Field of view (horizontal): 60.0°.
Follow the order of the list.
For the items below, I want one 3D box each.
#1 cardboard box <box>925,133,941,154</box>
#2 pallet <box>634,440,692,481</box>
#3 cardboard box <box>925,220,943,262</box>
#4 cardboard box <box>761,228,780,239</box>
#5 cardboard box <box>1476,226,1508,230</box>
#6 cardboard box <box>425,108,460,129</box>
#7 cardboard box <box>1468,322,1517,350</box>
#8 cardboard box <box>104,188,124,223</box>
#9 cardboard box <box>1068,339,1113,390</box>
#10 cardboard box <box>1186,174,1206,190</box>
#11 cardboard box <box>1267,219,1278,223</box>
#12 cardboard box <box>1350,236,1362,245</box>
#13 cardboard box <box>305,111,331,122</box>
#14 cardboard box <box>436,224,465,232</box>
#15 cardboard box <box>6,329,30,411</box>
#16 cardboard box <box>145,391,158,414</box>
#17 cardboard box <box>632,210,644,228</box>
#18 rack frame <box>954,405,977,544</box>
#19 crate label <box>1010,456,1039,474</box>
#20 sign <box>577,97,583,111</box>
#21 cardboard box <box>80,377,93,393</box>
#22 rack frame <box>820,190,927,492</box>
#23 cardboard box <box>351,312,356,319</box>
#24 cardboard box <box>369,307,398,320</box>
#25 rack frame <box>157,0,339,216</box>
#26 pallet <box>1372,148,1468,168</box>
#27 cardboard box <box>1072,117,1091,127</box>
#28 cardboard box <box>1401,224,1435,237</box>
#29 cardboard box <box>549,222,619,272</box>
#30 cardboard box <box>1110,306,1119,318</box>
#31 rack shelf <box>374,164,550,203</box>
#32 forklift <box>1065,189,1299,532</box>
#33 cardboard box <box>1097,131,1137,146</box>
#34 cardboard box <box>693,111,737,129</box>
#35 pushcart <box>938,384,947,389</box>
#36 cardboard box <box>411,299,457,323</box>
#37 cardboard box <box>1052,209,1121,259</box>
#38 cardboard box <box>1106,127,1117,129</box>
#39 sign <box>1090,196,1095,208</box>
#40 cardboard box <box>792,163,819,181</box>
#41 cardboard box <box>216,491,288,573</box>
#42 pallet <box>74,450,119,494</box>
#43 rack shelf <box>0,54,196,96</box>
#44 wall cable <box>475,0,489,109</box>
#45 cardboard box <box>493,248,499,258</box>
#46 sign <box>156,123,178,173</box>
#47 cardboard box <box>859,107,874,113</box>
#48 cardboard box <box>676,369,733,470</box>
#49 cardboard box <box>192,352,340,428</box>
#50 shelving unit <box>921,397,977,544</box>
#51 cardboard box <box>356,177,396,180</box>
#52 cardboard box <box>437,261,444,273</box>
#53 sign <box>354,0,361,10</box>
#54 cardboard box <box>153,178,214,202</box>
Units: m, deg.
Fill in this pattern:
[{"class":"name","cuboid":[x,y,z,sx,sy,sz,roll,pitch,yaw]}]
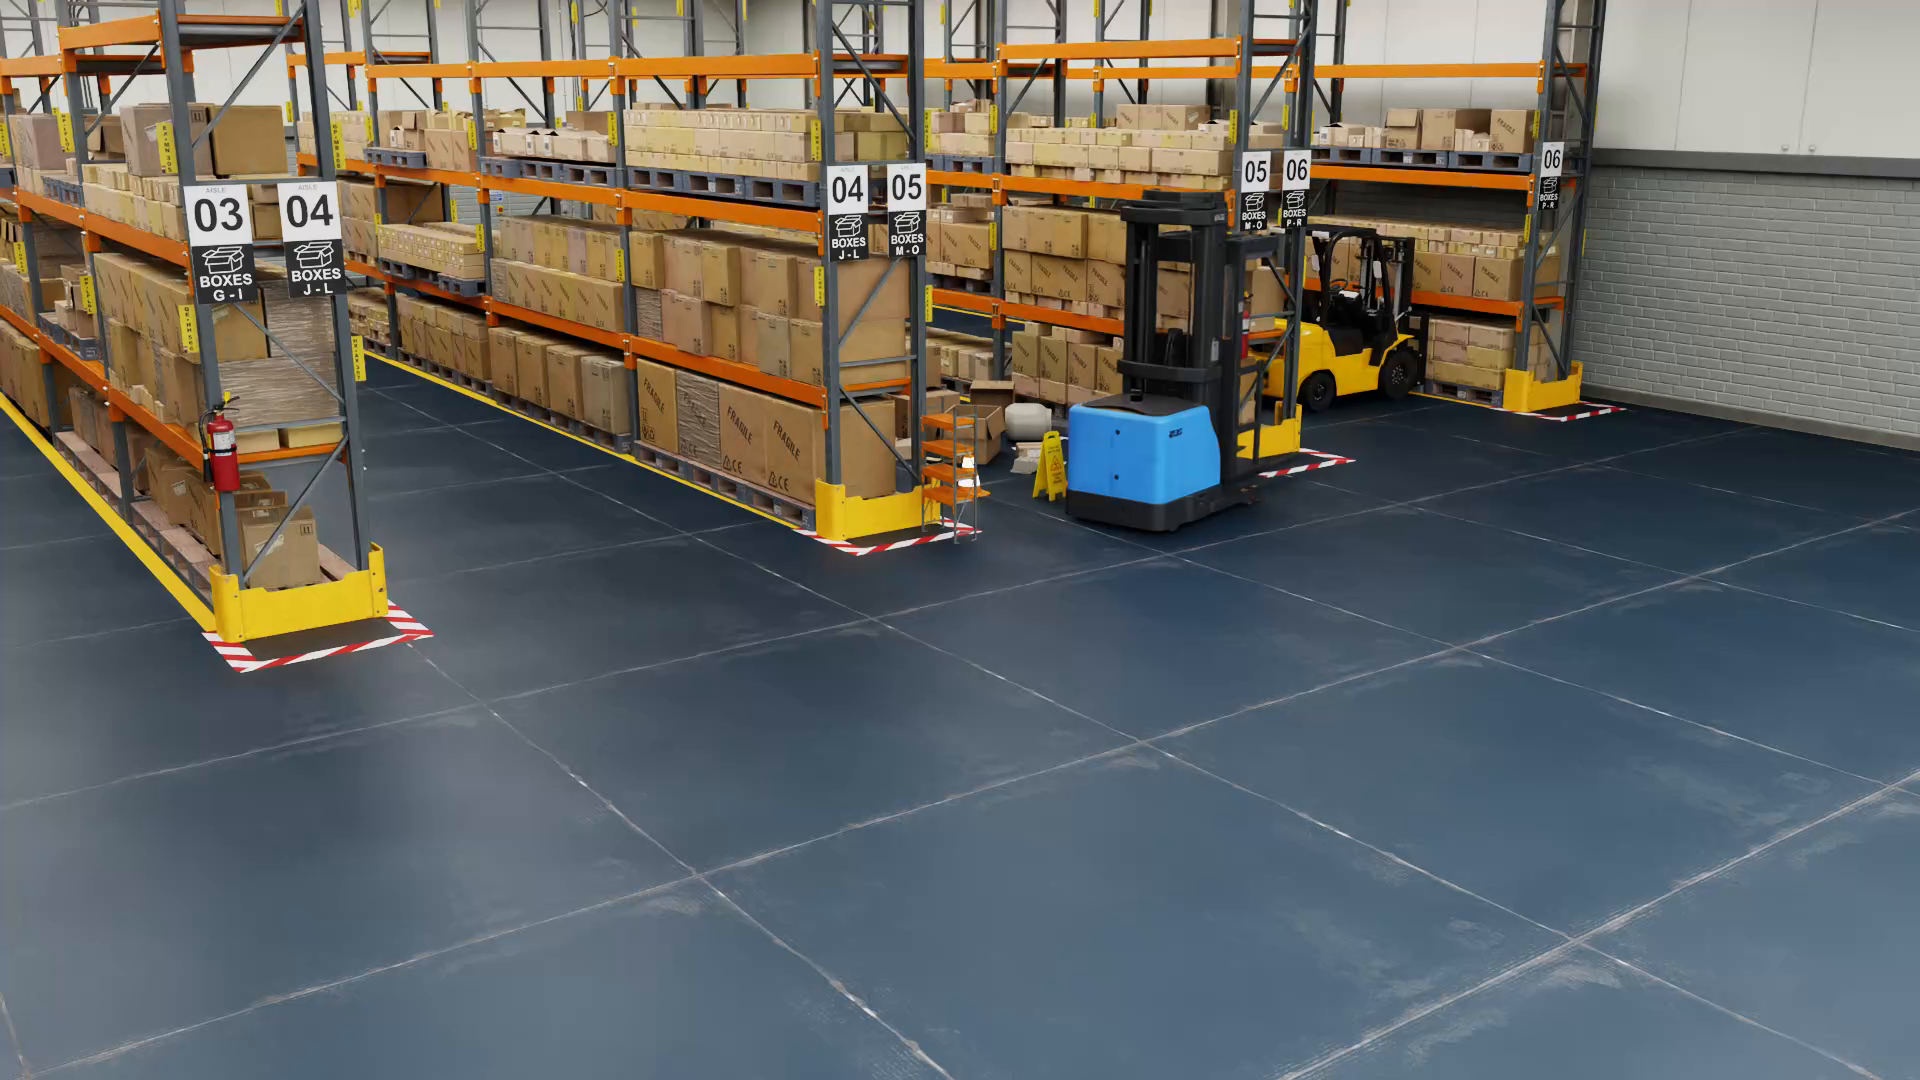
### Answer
[{"class":"cardboard box","cuboid":[-0.203,-5.104,21.350,0.500,0.250,0.500,-11,19,-34]},{"class":"pallet","cuboid":[-2.711,-0.898,17.457,1.003,0.211,1.213,-11,19,-35]},{"class":"cardboard box","cuboid":[-0.198,-3.881,21.527,0.500,0.500,0.500,-10,18,-33]},{"class":"cardboard box","cuboid":[-2.614,-4.509,24.707,0.500,0.250,0.500,-11,19,-36]},{"class":"cardboard box","cuboid":[6.763,-3.904,21.178,0.380,0.149,0.250,-11,19,-34]},{"class":"cardboard box","cuboid":[-6.667,-5.453,21.497,0.396,0.266,0.258,-11,19,-35]},{"class":"cardboard box","cuboid":[6.692,-2.533,20.668,0.500,0.250,0.500,-10,18,-33]},{"class":"cardboard box","cuboid":[-6.510,-2.688,13.316,0.500,0.250,0.500,-12,19,-37]},{"class":"cardboard box","cuboid":[1.606,-2.054,19.391,0.500,0.500,0.500,-10,18,-32]},{"class":"cardboard box","cuboid":[2.593,-3.760,17.424,0.380,0.149,0.250,-11,19,-34]},{"class":"cardboard box","cuboid":[4.568,-4.567,24.162,0.380,0.149,0.250,-11,19,-35]},{"class":"cardboard box","cuboid":[5.405,-4.004,22.105,0.380,0.149,0.250,-11,19,-35]},{"class":"cardboard box","cuboid":[-9.908,-6.557,25.750,0.380,0.149,0.250,-11,19,-35]},{"class":"cardboard box","cuboid":[-7.095,-4.326,23.253,0.380,0.149,0.250,-12,19,-36]},{"class":"cardboard box","cuboid":[-10.425,-2.043,19.588,1.225,0.875,0.875,-11,19,-34]},{"class":"cardboard box","cuboid":[-6.390,-1.137,13.525,0.380,0.149,0.250,-11,19,-35]},{"class":"cardboard box","cuboid":[-5.243,-5.351,28.257,0.500,0.500,0.500,-10,18,-33]},{"class":"rack frame","cuboid":[0.046,-0.562,14.356,0.240,1.200,0.015,-11,19,-35]},{"class":"crate label","cuboid":[0.695,-0.777,17.157,0.298,0.136,0.250,7,17,23]},{"class":"sign","cuboid":[-6.658,-7.591,29.143,0.100,0.325,0.005,-11,19,-35]},{"class":"cardboard box","cuboid":[-9.100,-1.753,17.780,0.500,0.250,0.500,-10,18,-32]},{"class":"rack frame","cuboid":[-0.743,-1.563,14.606,1.000,3.000,0.127,-11,19,-35]},{"class":"cardboard box","cuboid":[-9.230,-3.528,25.827,0.380,0.149,0.250,-10,18,-32]},{"class":"cardboard box","cuboid":[-8.552,-3.376,24.707,0.380,0.149,0.250,-11,19,-35]},{"class":"rack frame","cuboid":[-4.814,-3.709,11.080,1.000,3.000,0.127,-11,19,-35]},{"class":"pallet","cuboid":[6.099,-4.944,21.444,1.003,0.211,1.213,-11,19,-35]},{"class":"cardboard box","cuboid":[2.000,-6.643,26.449,0.380,0.149,0.250,-12,19,-36]},{"class":"cardboard box","cuboid":[5.927,-3.999,21.525,0.380,0.149,0.250,-11,19,-34]},{"class":"cardboard box","cuboid":[-4.288,-3.379,19.155,0.700,0.500,0.500,-11,19,-35]},{"class":"cardboard box","cuboid":[1.926,-2.608,18.899,0.380,0.149,0.250,-11,19,-35]},{"class":"rack shelf","cuboid":[-6.622,-4.798,22.107,1.077,0.370,4.000,-11,19,-35]},{"class":"forklift","cuboid":[2.263,-1.810,15.639,1.130,2.935,3.031,12,19,36]},{"class":"cardboard box","cuboid":[1.752,-4.480,18.548,0.380,0.149,0.250,-10,18,-33]},{"class":"cardboard box","cuboid":[-2.261,-3.923,15.526,0.380,0.149,0.250,-11,19,-35]},{"class":"pushcart","cuboid":[-0.965,-1.578,19.627,0.936,0.377,1.648,10,18,33]},{"class":"cardboard box","cuboid":[-7.262,-3.172,23.003,0.500,0.250,0.500,-10,18,-33]},{"class":"cardboard box","cuboid":[1.489,-3.530,19.144,0.700,0.500,0.500,-11,19,-36]},{"class":"cardboard box","cuboid":[2.470,-6.296,25.673,0.380,0.166,0.250,-11,19,-35]},{"class":"sign","cuboid":[2.078,-5.267,26.094,0.100,0.325,0.005,-11,19,-35]},{"class":"cardboard box","cuboid":[-1.212,-3.158,14.241,0.380,0.149,0.250,-11,19,-35]},{"class":"cardboard box","cuboid":[-5.547,-0.070,13.090,0.500,0.500,0.500,-6,16,-20]},{"class":"pallet","cuboid":[-8.346,-0.751,16.920,1.003,0.211,1.213,-11,19,-35]},{"class":"rack shelf","cuboid":[-8.342,-4.450,15.909,1.077,0.370,4.000,-11,19,-35]},{"class":"wall cable","cuboid":[-9.778,-9.834,33.461,0.463,3.000,0.029,-11,19,-35]},{"class":"cardboard box","cuboid":[-5.889,-3.745,21.693,0.380,0.149,0.250,-12,19,-36]},{"class":"sign","cuboid":[-5.275,-2.607,11.060,0.100,0.325,0.005,-11,19,-35]},{"class":"cardboard box","cuboid":[-1.545,-7.950,31.031,0.500,0.250,0.500,-11,19,-35]},{"class":"cardboard box","cuboid":[-2.248,-1.258,16.720,0.875,0.875,0.875,-11,19,-34]},{"class":"cardboard box","cuboid":[-5.115,-1.128,12.264,0.875,0.500,0.500,-11,19,-35]},{"class":"shelving unit","cuboid":[-0.097,-0.614,14.547,0.258,1.200,0.503,-11,19,-35]},{"class":"cardboard box","cuboid":[-9.069,-5.377,25.892,0.500,0.500,0.500,-10,18,-32]},{"class":"cardboard box","cuboid":[-6.548,-3.549,21.541,0.380,0.149,0.250,-11,19,-35]},{"class":"sign","cuboid":[-8.248,-7.428,22.749,0.100,0.325,0.005,-11,19,-35]},{"class":"cardboard box","cuboid":[-5.537,-2.508,11.903,0.380,0.149,0.250,-12,19,-37]}]
